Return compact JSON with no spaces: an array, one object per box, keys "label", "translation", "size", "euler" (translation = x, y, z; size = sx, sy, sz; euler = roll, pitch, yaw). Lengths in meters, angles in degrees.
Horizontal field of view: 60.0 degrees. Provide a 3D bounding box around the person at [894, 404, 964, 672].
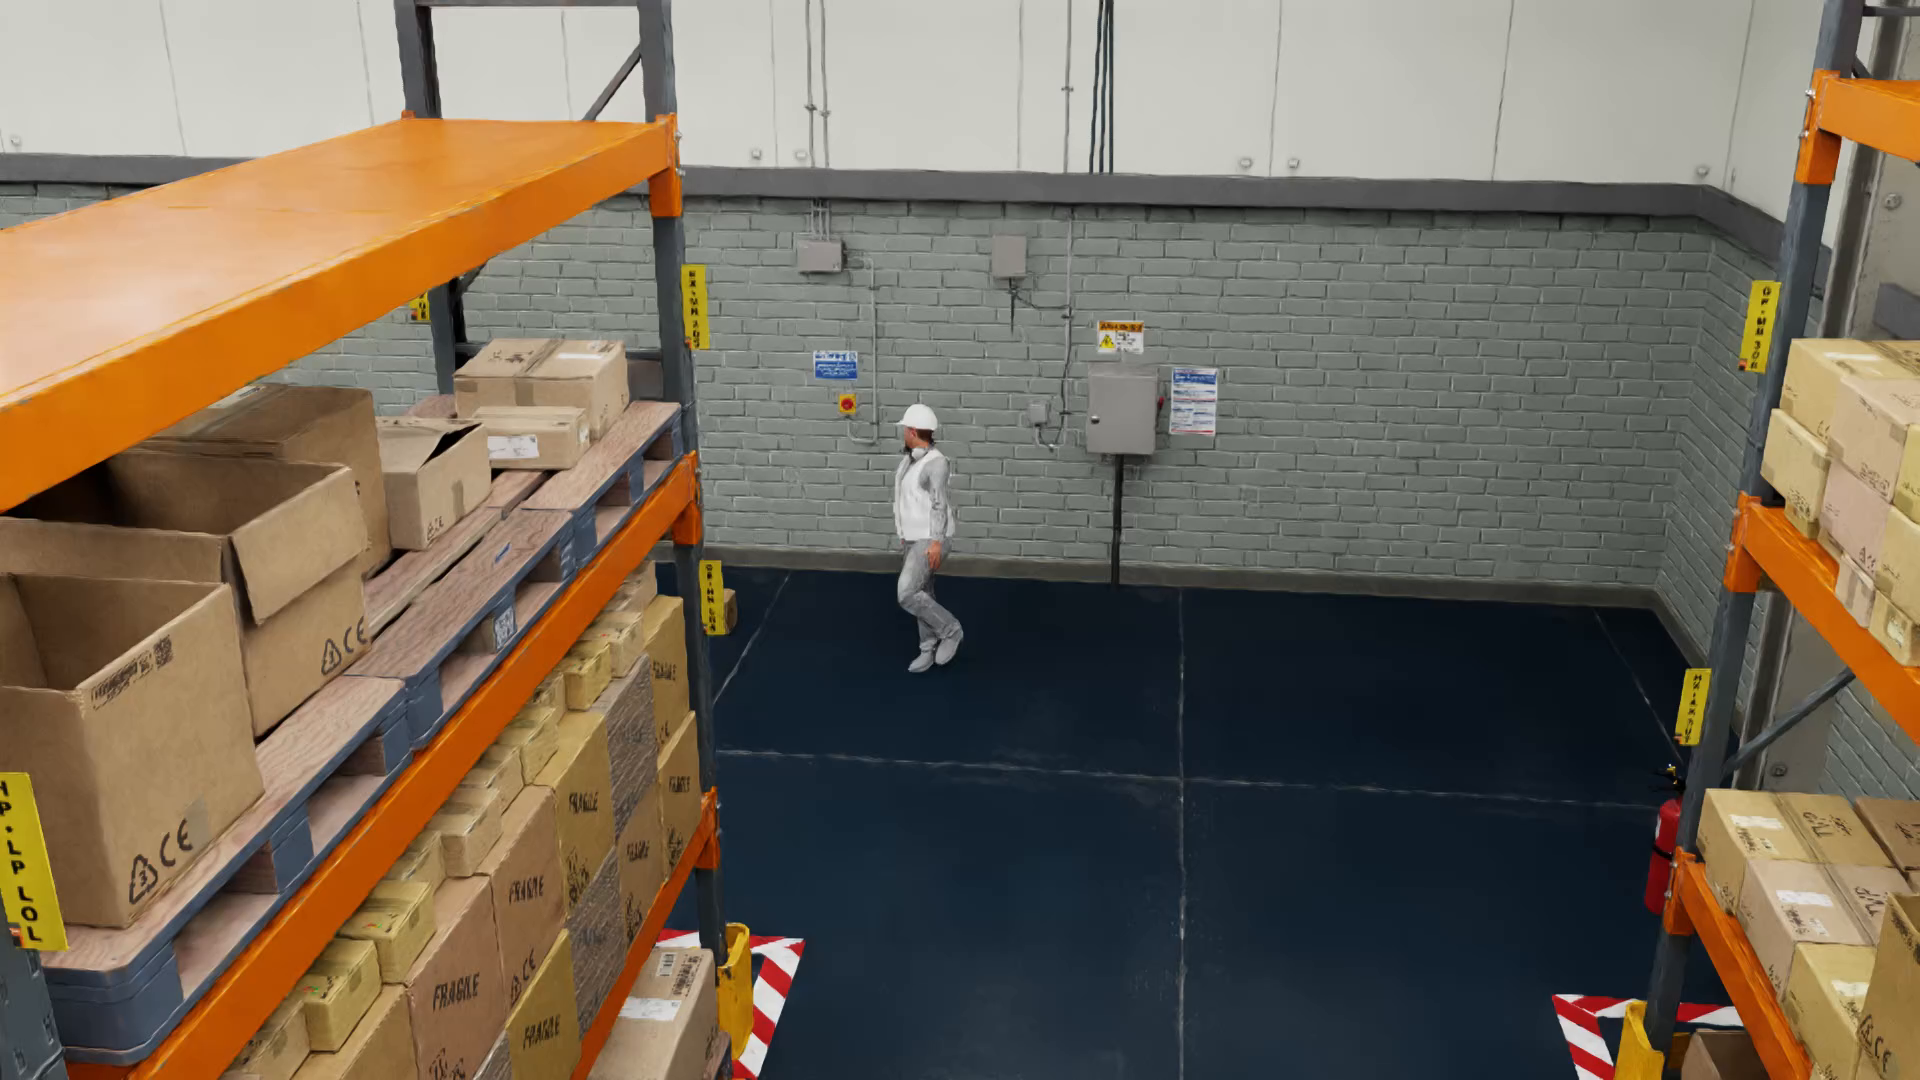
[{"label":"person","translation":[-0.274,-0.005,11.064],"size":[0.476,1.759,0.687],"euler":[-11,24,-27]}]
